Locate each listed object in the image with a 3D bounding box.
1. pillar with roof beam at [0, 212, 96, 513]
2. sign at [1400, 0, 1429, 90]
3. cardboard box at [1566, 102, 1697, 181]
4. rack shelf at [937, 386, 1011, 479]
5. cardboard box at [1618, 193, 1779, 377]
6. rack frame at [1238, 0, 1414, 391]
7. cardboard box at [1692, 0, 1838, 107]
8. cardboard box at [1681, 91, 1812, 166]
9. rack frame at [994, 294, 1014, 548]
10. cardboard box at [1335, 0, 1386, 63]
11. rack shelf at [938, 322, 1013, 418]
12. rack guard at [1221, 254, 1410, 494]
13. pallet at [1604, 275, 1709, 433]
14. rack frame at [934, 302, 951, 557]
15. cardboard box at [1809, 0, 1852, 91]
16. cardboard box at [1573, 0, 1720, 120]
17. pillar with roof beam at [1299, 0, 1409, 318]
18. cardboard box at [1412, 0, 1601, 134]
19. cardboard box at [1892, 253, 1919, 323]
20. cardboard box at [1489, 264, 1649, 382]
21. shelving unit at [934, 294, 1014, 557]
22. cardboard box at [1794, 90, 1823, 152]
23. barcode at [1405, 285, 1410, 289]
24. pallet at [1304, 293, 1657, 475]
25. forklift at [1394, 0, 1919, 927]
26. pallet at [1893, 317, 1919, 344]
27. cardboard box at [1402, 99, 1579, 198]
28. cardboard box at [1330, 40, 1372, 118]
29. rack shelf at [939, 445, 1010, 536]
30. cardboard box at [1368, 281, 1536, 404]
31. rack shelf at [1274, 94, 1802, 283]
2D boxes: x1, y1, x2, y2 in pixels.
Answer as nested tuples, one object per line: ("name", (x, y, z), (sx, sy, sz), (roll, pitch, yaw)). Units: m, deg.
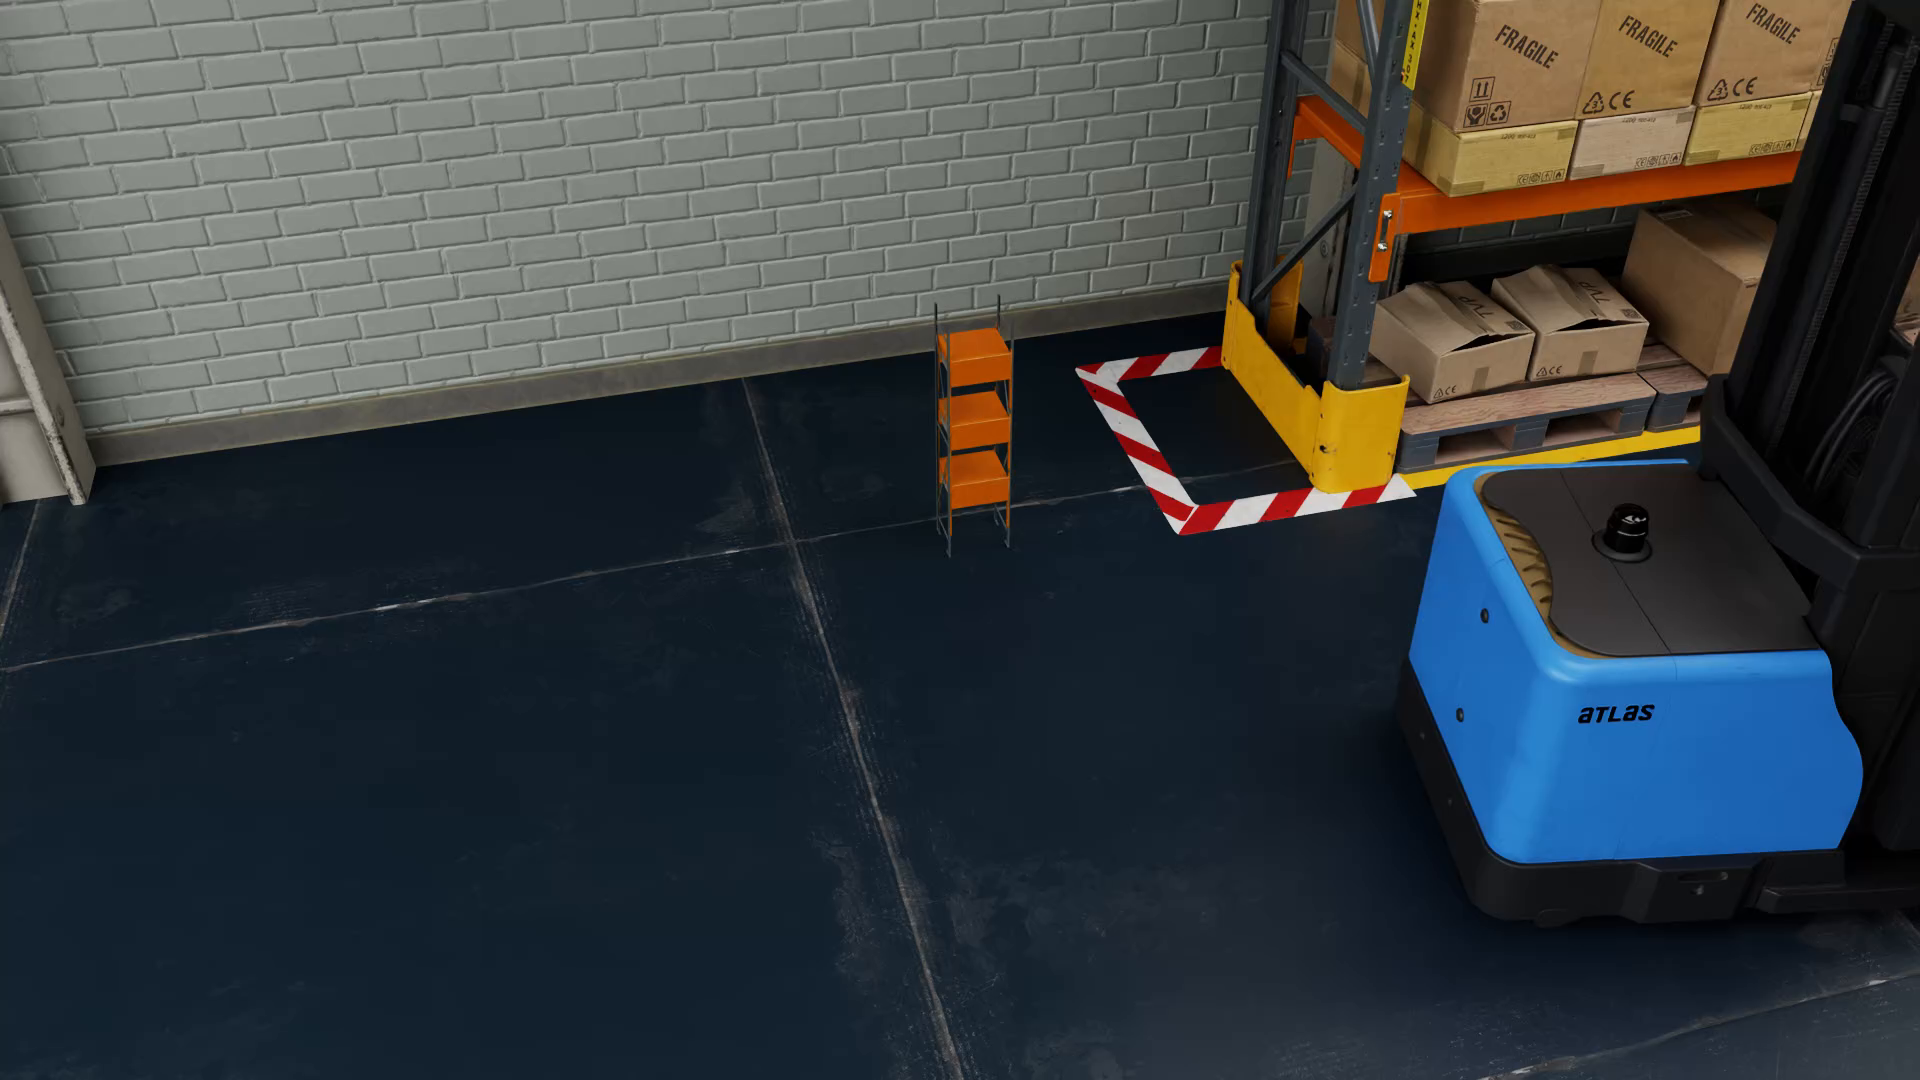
("pillar with roof beam", (-2.758, -1.261, 0.992), (0.400, 9.000, 9.100), (-9, 38, -12))
("sign", (1.603, -1.761, 5.871), (0.005, 0.325, 0.100), (-9, 38, -12))
("cardboard box", (2.513, -1.666, 6.566), (0.500, 0.250, 0.500), (-10, 39, -13))
("rack shelf", (0.052, -0.417, 6.449), (0.240, 0.259, 0.215), (-9, 38, -12))
("cardboard box", (3.425, -1.152, 7.482), (0.500, 0.500, 0.700), (-12, 39, -15))
("rack frame", (1.461, -1.736, 6.550), (0.127, 3.000, 1.000), (-9, 38, -12))
("cardboard box", (2.981, -2.032, 6.427), (0.500, 0.500, 0.500), (-11, 39, -13))
("cardboard box", (3.006, -1.743, 6.667), (0.500, 0.250, 0.500), (-10, 39, -13))
("rack frame", (0.169, -0.445, 6.467), (0.008, 1.050, 0.200), (-9, 38, -12))
("cardboard box", (1.861, -2.181, 6.622), (0.500, 0.500, 0.500), (-10, 38, -12))
("rack shelf", (0.052, -0.642, 6.276), (0.240, 0.259, 0.215), (-9, 38, -12))
("rack guard", (1.535, -0.755, 7.325), (0.348, 0.500, 1.175), (-9, 38, -12))
("pallet", (3.504, -0.939, 7.804), (1.213, 0.211, 1.003), (-9, 38, -12))
("rack frame", (-0.066, -0.406, 6.417), (0.008, 1.050, 0.200), (-9, 38, -12))
("cardboard box", (3.476, -2.121, 6.543), (0.500, 0.500, 0.500), (-8, 38, -11))
("cardboard box", (2.480, -1.954, 6.325), (0.500, 0.500, 0.500), (-9, 38, -12))
("pillar with roof beam", (3.034, -2.212, 2.235), (0.400, 9.000, 9.100), (-9, 38, -12))
("cardboard box", (2.001, -1.881, 6.230), (0.500, 0.500, 0.500), (-9, 38, -12))
("cardboard box", (4.332, -1.363, 7.759), (0.500, 0.500, 0.500), (-12, 39, -15))
("cardboard box", (2.703, -0.990, 7.426), (0.500, 0.311, 0.500), (-6, 38, -8))
("shelving unit", (0.052, -0.425, 6.442), (0.252, 1.050, 0.215), (-9, 38, -12))
("cardboard box", (3.495, -1.822, 6.770), (0.500, 0.250, 0.500), (-9, 38, -12))
("barcode", (2.066, -1.140, 7.615), (0.075, 0.075, 0.001), (-9, 38, -12))
("pallet", (2.328, -0.748, 7.554), (1.213, 0.211, 1.003), (-9, 38, -12))
("forklift", (3.067, -0.313, 4.747), (3.031, 2.935, 1.130), (-2, 37, -3))
("pallet", (4.684, -1.135, 8.060), (1.213, 0.211, 1.003), (-9, 38, -12))
("cardboard box", (2.015, -1.575, 6.447), (0.500, 0.250, 0.500), (-10, 39, -13))
("cardboard box", (1.862, -1.872, 6.835), (0.500, 0.250, 0.500), (-9, 38, -11))
("rack shelf", (0.052, -0.196, 6.617), (0.240, 0.259, 0.215), (-9, 38, -12))
("cardboard box", (2.153, -0.899, 7.308), (0.500, 0.311, 0.500), (-14, 39, -17))
("rack shelf", (3.392, -1.767, 7.183), (4.000, 0.370, 1.077), (-9, 38, -12))
